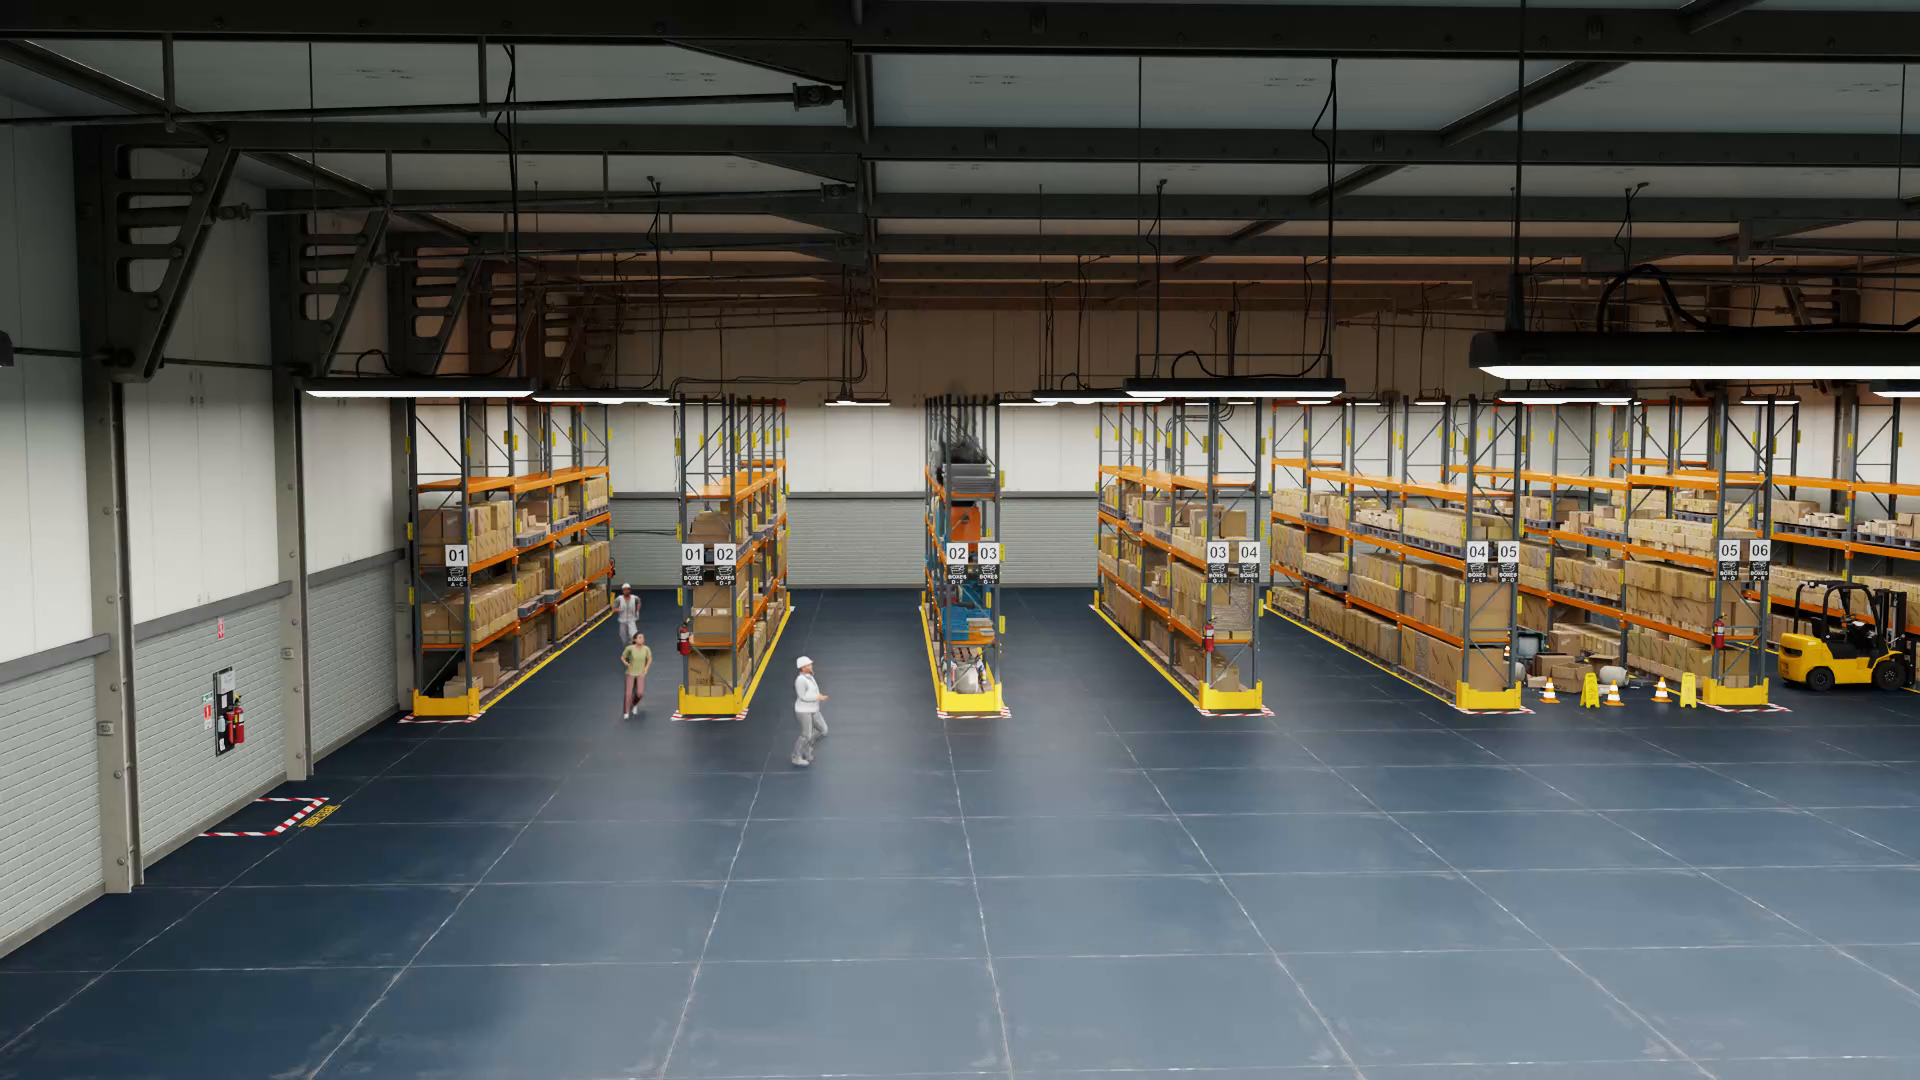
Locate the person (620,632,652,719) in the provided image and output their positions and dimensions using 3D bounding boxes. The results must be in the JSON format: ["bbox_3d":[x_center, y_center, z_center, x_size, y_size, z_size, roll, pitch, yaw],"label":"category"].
[{"bbox_3d":[-5.972,2.497,30.771,0.584,1.603,0.485,-1,5,-18],"label":"person"}]

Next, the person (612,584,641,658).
[{"bbox_3d":[-7.518,1.883,37.488,0.631,1.823,0.825,-1,5,-10],"label":"person"}]

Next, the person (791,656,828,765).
[{"bbox_3d":[-2.396,2.737,26.676,0.636,1.751,0.662,1,5,17],"label":"person"}]
